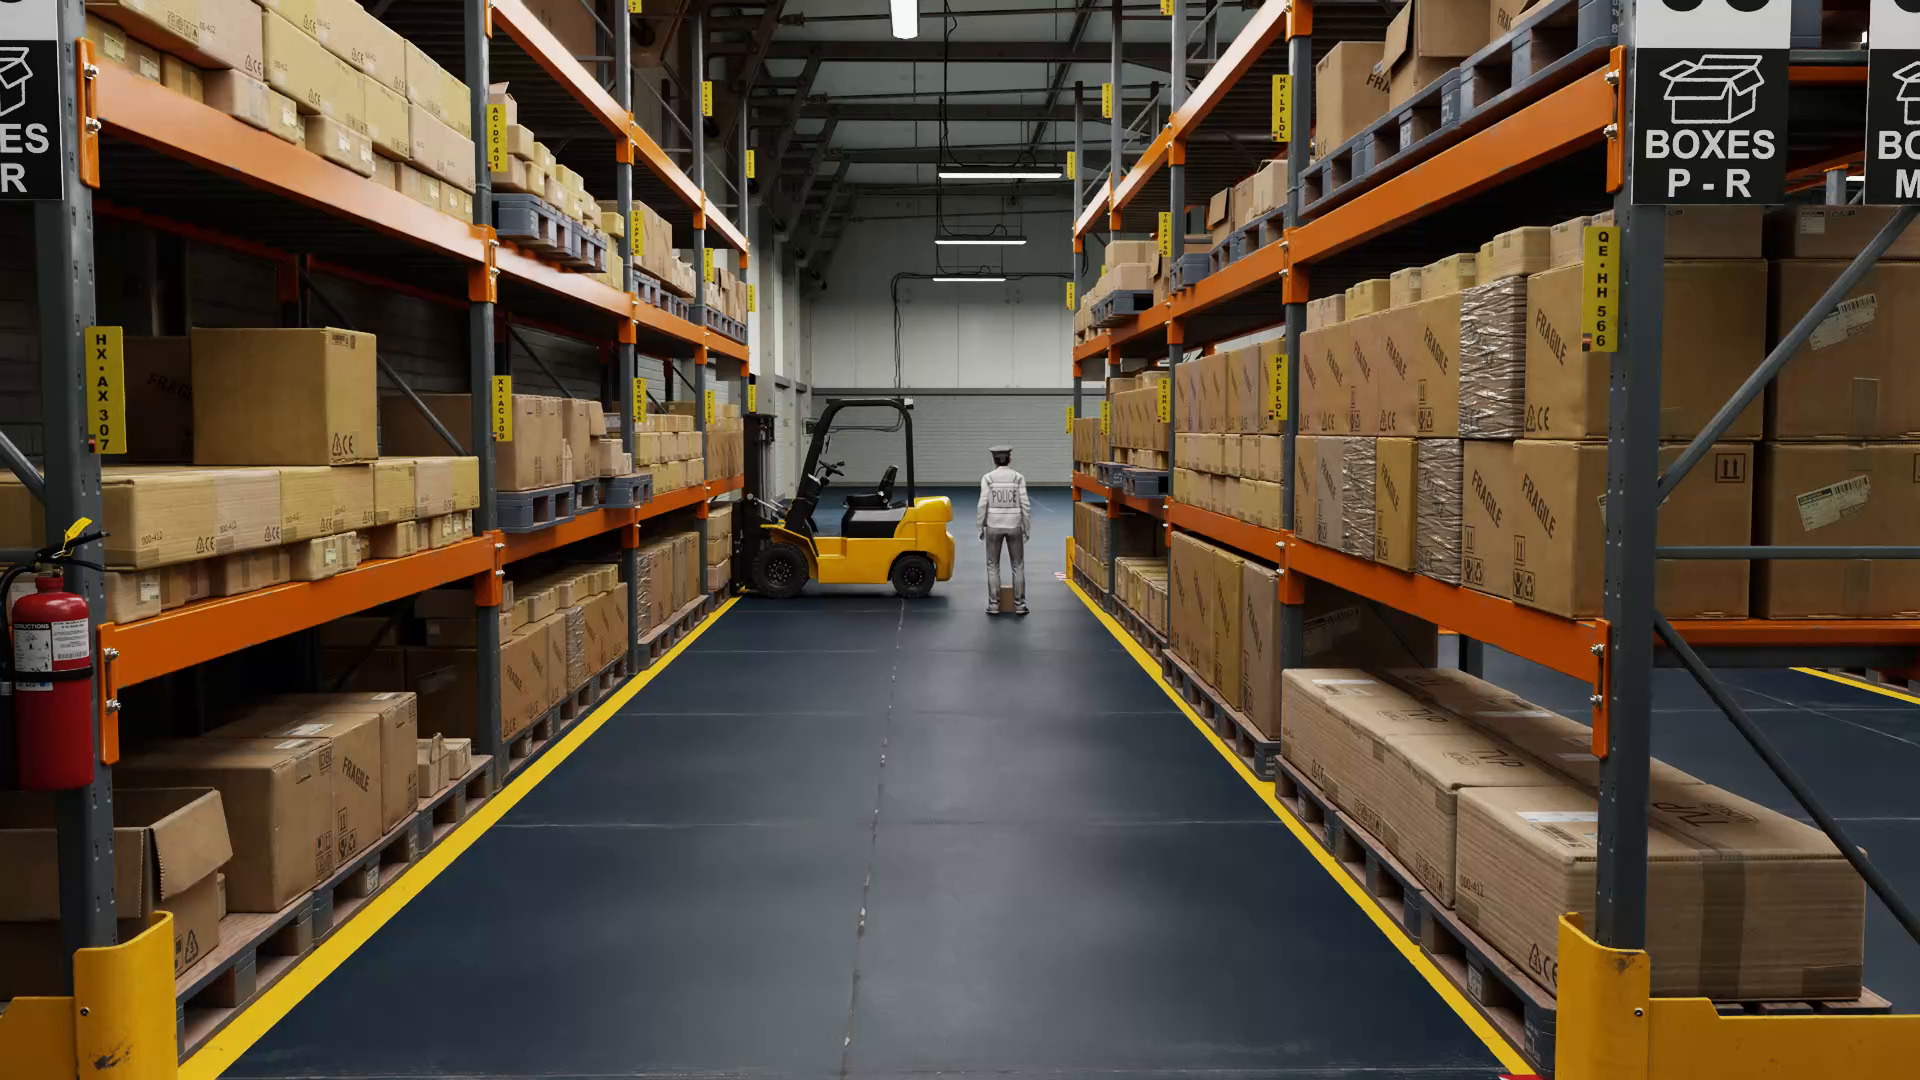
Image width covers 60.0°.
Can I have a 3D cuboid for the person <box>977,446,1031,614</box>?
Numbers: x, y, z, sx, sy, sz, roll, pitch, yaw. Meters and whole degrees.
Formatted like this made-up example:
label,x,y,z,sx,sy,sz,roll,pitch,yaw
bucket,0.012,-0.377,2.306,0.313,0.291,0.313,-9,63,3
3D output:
label,x,y,z,sx,sy,sz,roll,pitch,yaw
person,0.433,-0.098,16.428,0.535,1.663,0.378,0,4,-2
